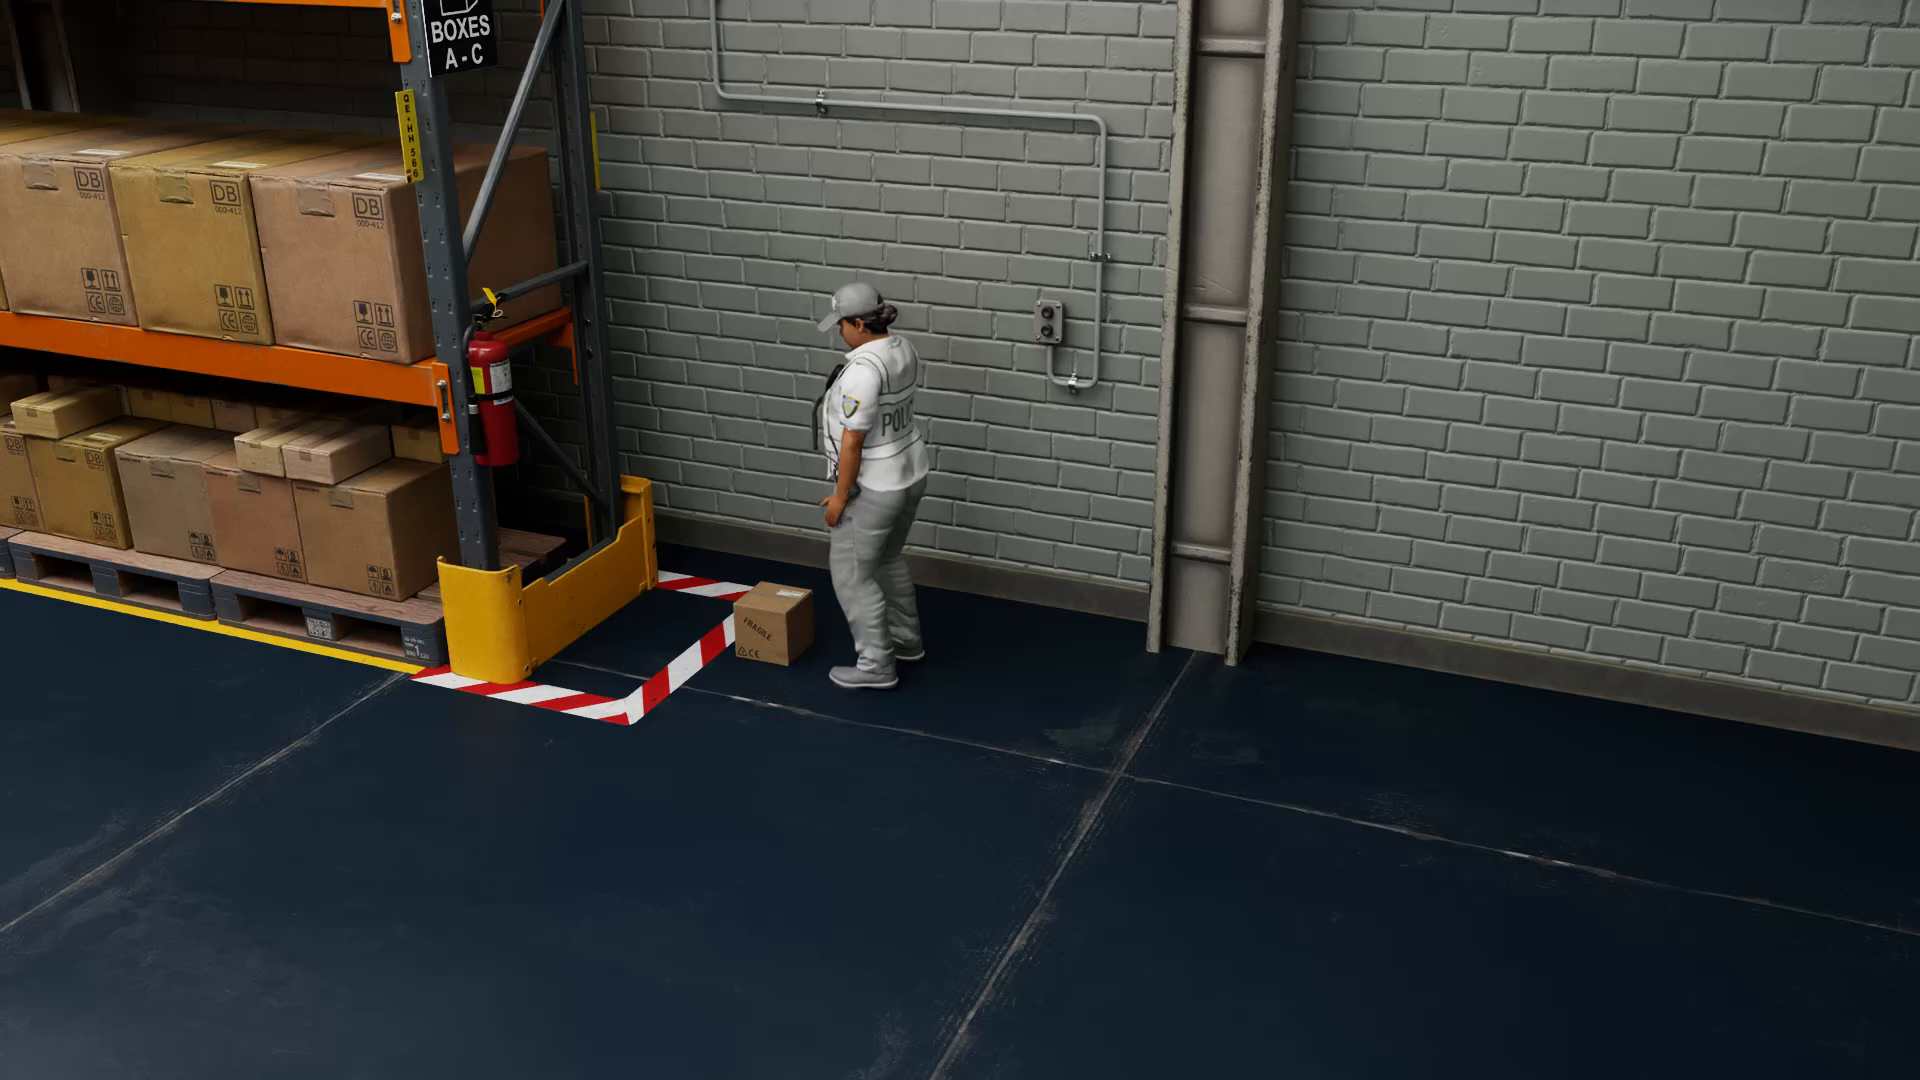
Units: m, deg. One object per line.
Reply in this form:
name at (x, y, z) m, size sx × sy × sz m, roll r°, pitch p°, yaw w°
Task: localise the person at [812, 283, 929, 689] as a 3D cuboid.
person at (-0.352, -0.208, 6.623) m, size 0.402 × 1.650 × 0.476 m, roll 9°, pitch 24°, yaw 21°
